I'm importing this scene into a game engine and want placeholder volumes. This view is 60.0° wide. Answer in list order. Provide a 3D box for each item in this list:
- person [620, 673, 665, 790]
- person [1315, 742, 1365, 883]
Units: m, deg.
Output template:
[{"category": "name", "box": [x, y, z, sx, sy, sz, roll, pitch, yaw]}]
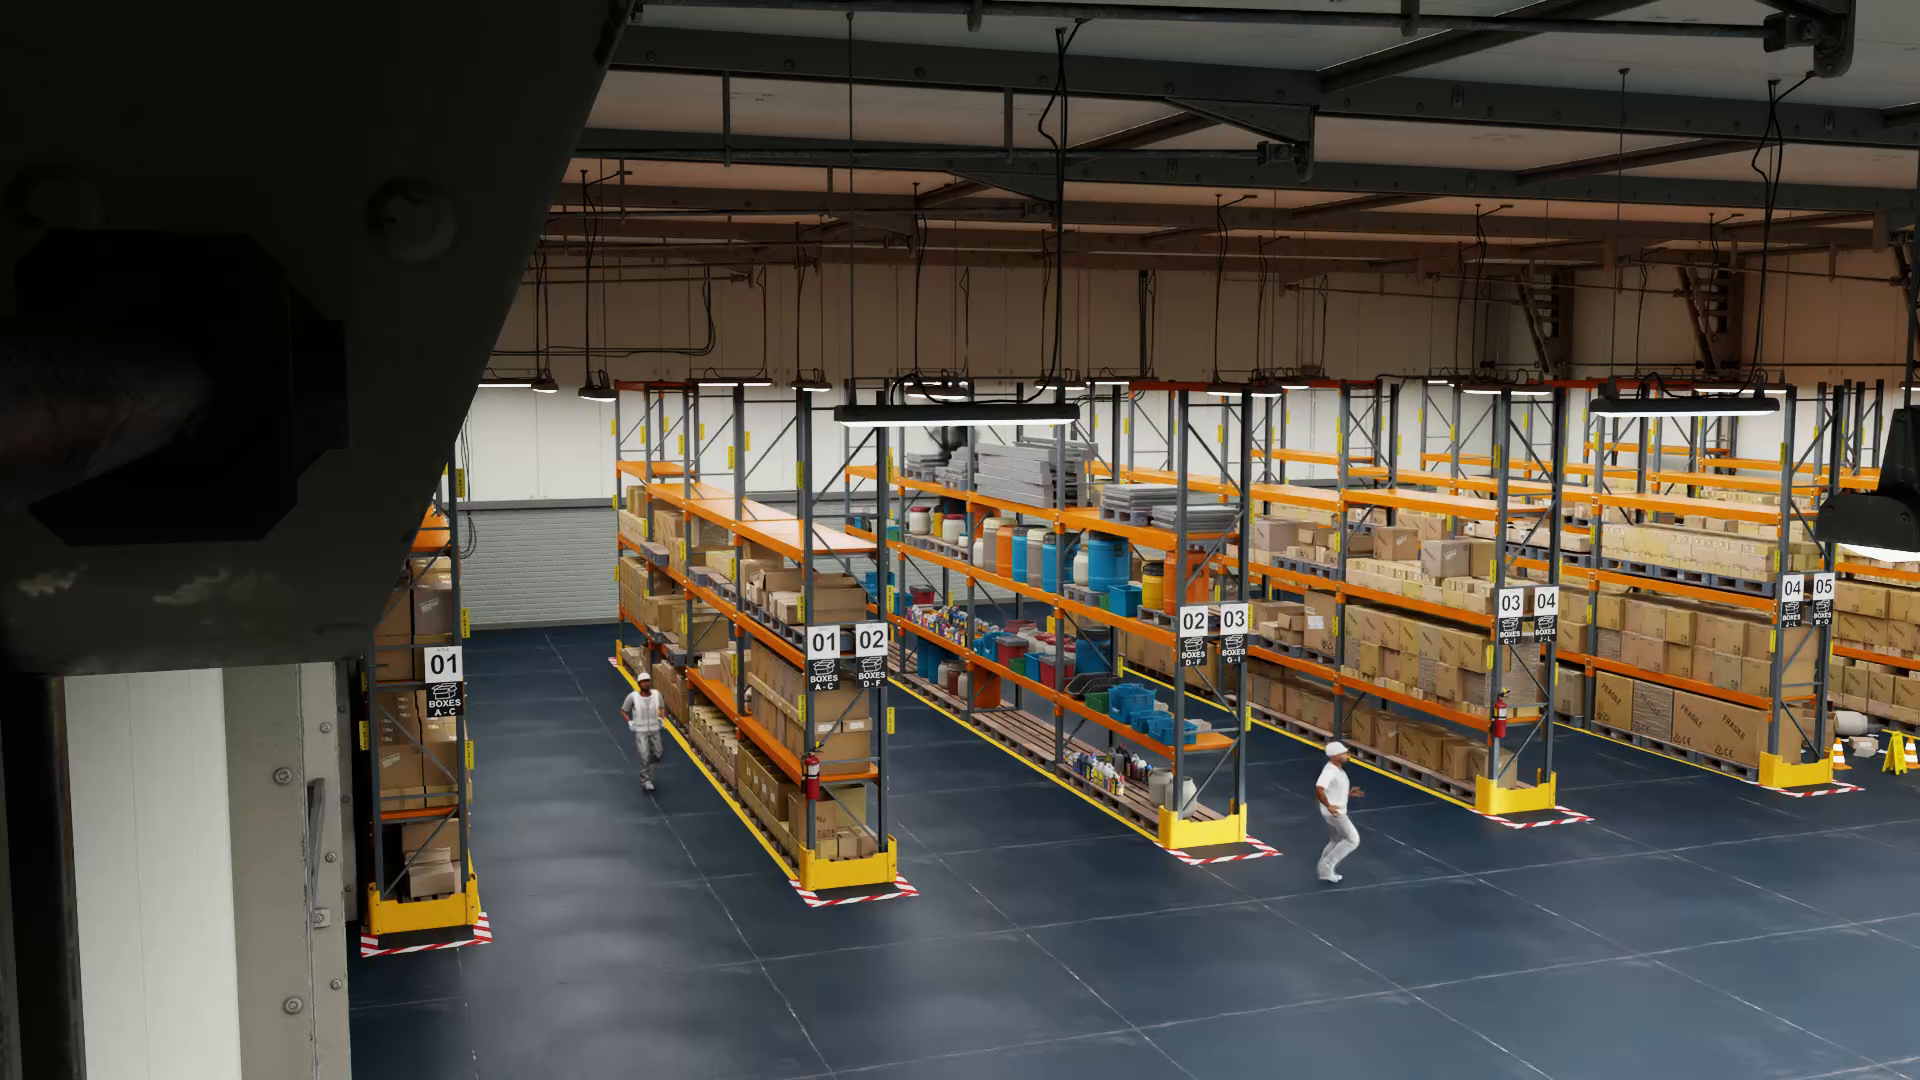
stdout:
[{"category": "person", "box": [-4.716, 2.841, 24.873, 0.685, 1.735, 0.667, -3, 7, -27]}, {"category": "person", "box": [4.641, 3.325, 20.294, 0.597, 1.730, 0.701, 1, 6, 12]}]
